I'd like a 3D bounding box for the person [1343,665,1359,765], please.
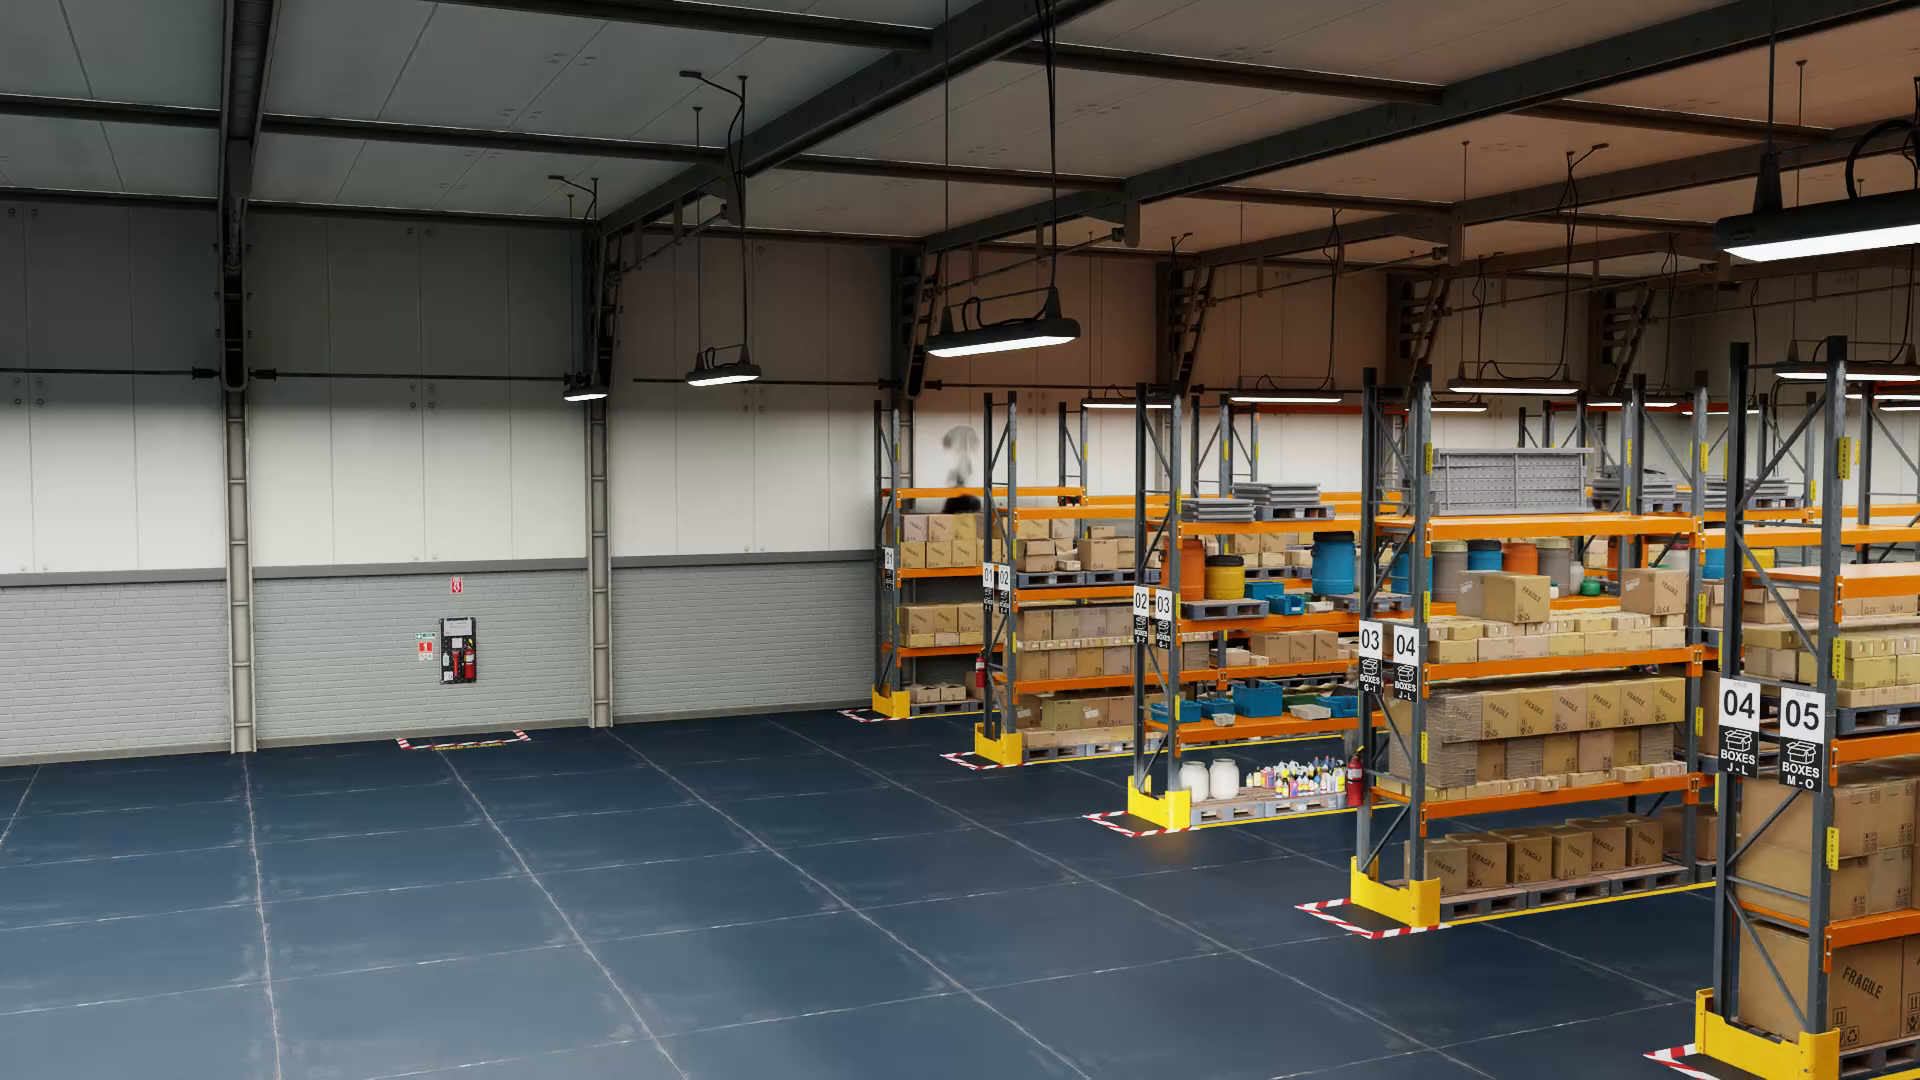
[{"bbox_3d":[6.239,2.808,26.259,0.761,1.685,0.642,-2,4,-35],"label":"person"}]
